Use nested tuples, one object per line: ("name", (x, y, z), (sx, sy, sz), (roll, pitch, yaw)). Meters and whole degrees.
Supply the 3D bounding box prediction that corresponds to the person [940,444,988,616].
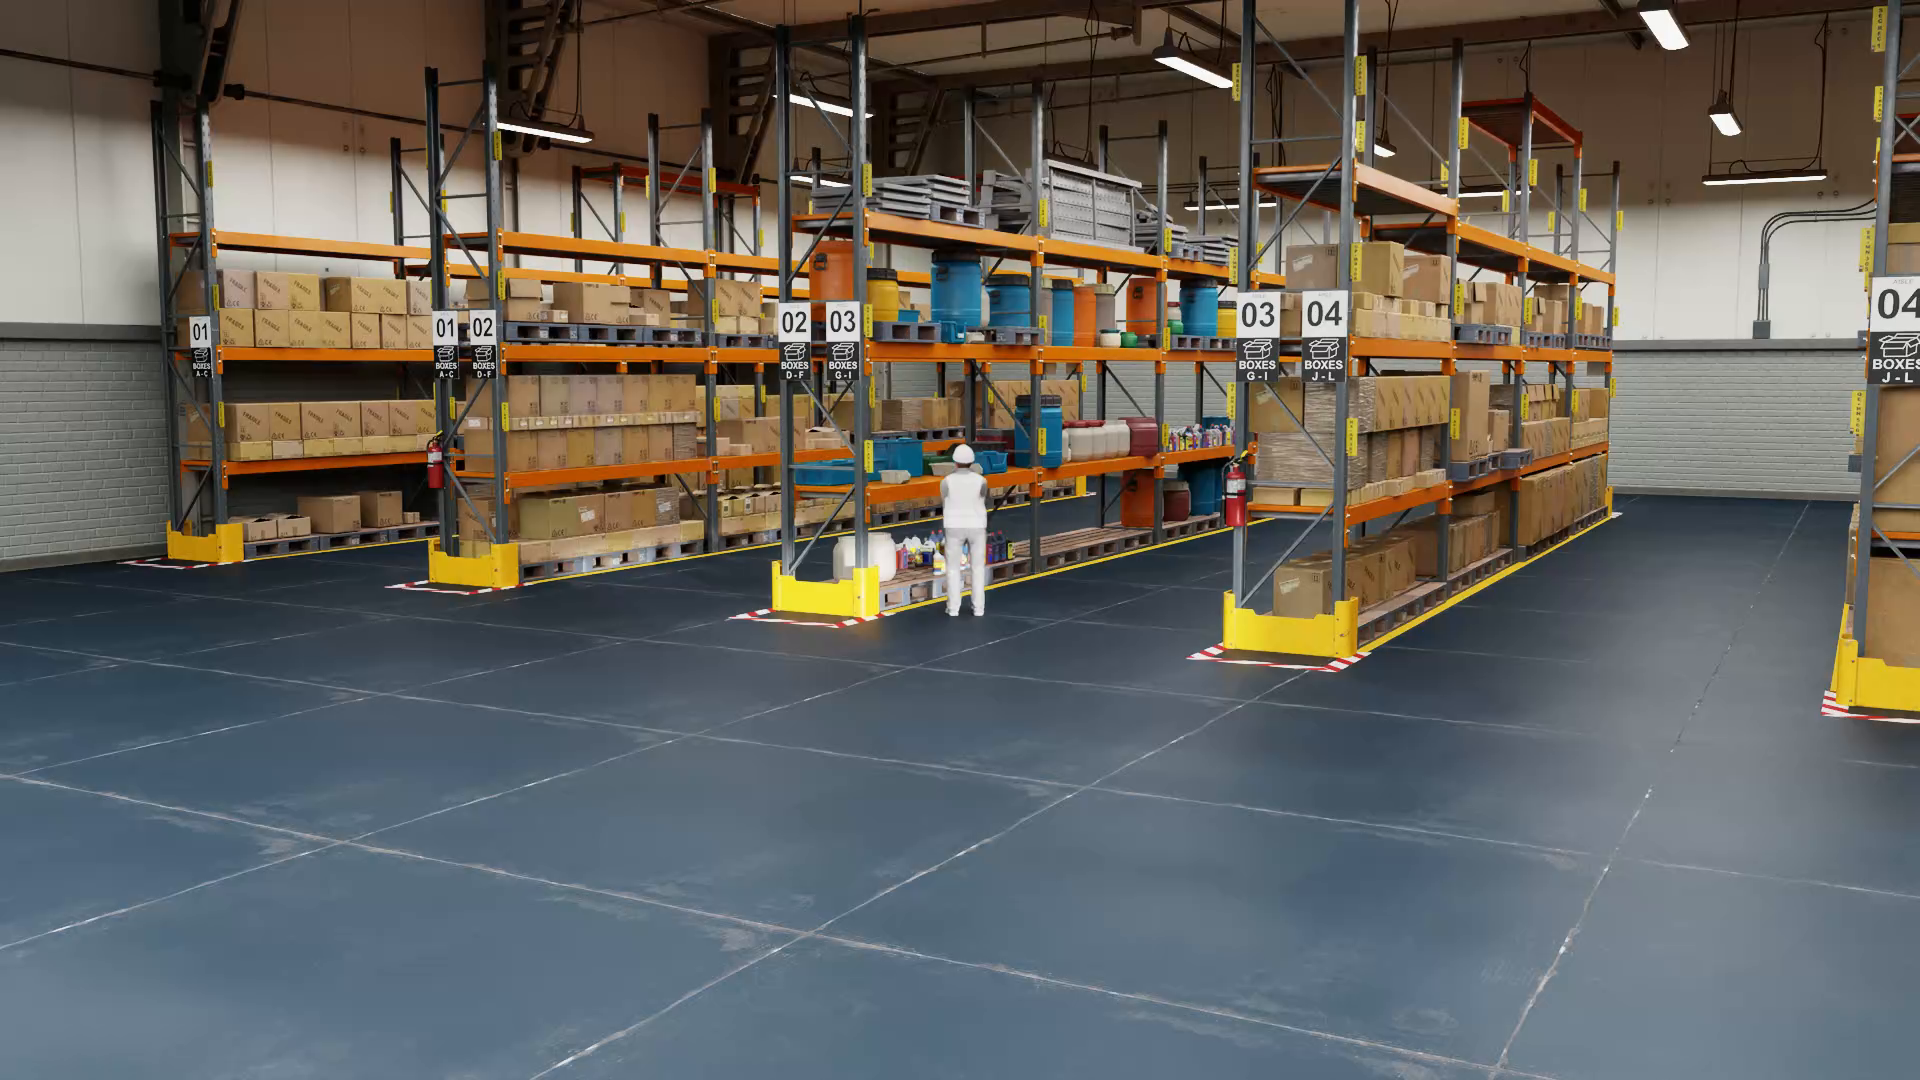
("person", (0.033, -0.115, 17.162), (0.494, 1.762, 0.554), (0, 6, -3))
